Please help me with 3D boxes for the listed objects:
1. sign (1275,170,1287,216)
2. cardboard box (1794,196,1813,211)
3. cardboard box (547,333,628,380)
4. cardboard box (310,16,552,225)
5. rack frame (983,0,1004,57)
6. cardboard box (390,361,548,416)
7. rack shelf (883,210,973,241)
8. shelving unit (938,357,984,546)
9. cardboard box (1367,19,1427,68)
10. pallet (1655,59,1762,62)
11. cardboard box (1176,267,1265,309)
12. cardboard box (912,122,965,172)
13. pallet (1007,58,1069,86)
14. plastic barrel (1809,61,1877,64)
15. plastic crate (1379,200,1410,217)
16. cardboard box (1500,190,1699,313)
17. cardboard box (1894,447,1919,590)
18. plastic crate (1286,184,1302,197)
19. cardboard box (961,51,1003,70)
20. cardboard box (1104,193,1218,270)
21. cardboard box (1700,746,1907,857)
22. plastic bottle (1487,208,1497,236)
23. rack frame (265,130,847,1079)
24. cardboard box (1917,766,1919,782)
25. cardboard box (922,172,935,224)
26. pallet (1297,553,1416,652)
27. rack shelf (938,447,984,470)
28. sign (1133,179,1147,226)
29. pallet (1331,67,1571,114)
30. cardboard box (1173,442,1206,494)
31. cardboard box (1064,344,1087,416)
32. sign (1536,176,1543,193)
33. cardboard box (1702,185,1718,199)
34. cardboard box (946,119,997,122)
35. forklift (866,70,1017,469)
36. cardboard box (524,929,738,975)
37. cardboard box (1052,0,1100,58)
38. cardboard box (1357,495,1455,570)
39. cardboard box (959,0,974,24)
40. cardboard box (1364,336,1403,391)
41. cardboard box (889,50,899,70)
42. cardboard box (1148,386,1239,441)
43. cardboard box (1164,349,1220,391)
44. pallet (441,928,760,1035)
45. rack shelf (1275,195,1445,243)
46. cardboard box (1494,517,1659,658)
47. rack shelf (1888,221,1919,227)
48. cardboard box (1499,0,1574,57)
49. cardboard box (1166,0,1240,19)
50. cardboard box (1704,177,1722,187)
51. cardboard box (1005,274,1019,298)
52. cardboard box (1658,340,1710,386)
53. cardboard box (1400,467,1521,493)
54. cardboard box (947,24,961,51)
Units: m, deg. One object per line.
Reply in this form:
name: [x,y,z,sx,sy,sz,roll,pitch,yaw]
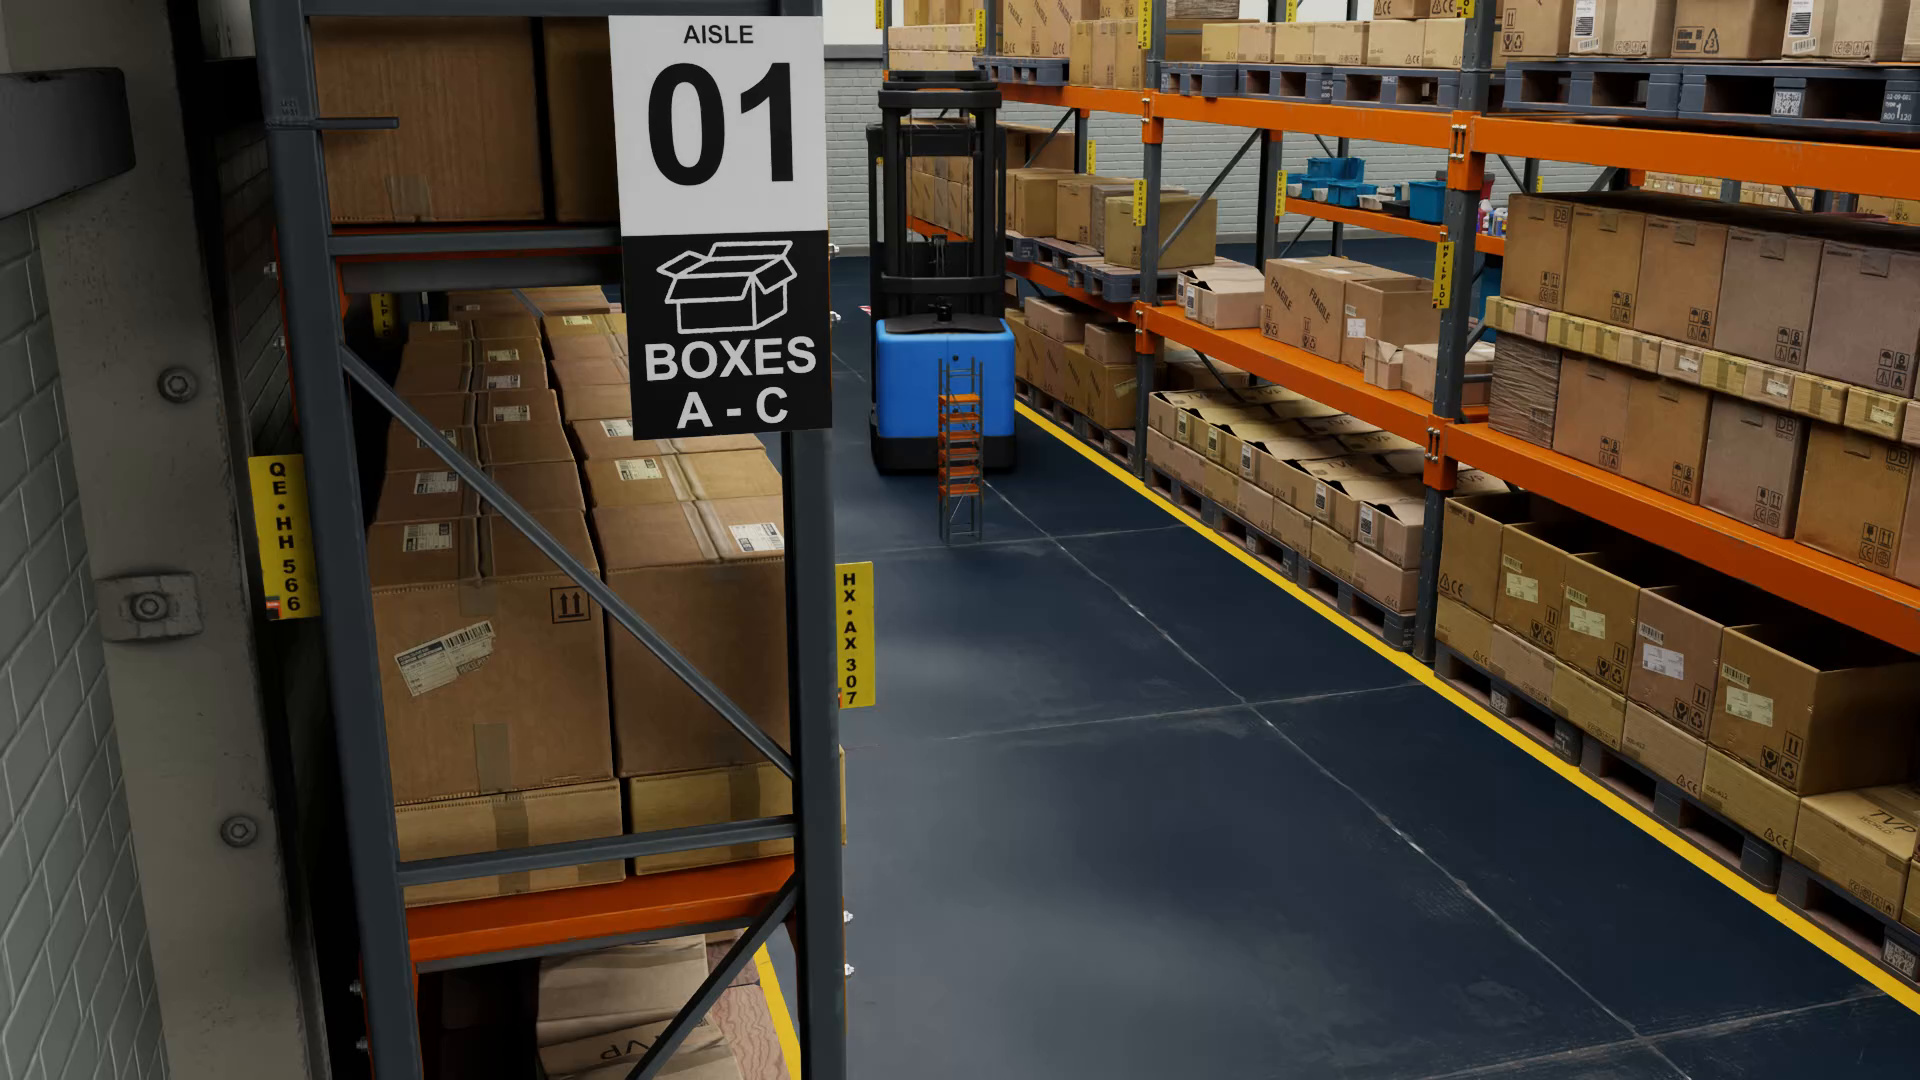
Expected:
sign: [2.342,-2.542,12.187,0.100,0.325,0.005,-5,17,-15]
cardboard box: [9.766,-3.840,18.960,0.380,0.149,0.250,-4,17,-14]
cardboard box: [-1.283,-0.496,6.312,0.500,0.500,0.500,-5,17,-16]
cardboard box: [-1.112,-0.926,3.399,0.500,0.500,0.500,-3,17,-11]
rack frame: [0.710,-5.922,15.024,1.000,3.000,0.127,-5,17,-15]
cardboard box: [-1.655,-0.312,5.699,0.500,0.500,0.500,-4,17,-14]
rack shelf: [0.161,-3.257,17.833,1.077,0.370,4.000,-5,17,-15]
shelving unit: [0.004,-0.571,10.766,0.258,1.200,0.189,-5,17,-15]
cardboard box: [2.595,-2.725,9.125,0.500,0.250,0.500,-6,18,-21]
pallet: [6.457,-3.898,13.830,1.003,0.211,1.213,-5,17,-15]
cardboard box: [1.868,-1.796,11.870,0.500,0.311,0.500,-4,17,-12]
cardboard box: [-0.237,-4.256,17.993,0.500,0.500,0.500,-4,17,-14]
pallet: [1.110,-3.923,13.910,1.213,0.211,1.003,-5,17,-15]
plastic barrel: [6.590,-3.765,12.187,0.600,0.901,0.600,0,17,0]
plastic crate: [4.908,-3.625,18.179,0.437,0.125,0.590,-5,17,-15]
cardboard box: [3.037,-1.383,7.913,0.700,0.500,0.500,-5,17,-15]
cardboard box: [3.743,-0.052,5.738,0.700,0.500,0.500,-4,17,-14]
plastic crate: [4.135,-4.259,20.269,0.250,0.136,0.298,-5,17,-15]
cardboard box: [0.321,-4.527,15.855,0.500,0.250,0.500,-5,17,-15]
cardboard box: [1.528,-2.357,12.680,0.700,0.500,0.500,-12,20,-34]
cardboard box: [3.289,0.986,6.506,0.500,0.250,0.500,-5,17,-15]
plastic bottle: [5.277,-3.148,16.442,0.097,0.271,0.097,0,17,0]
rack frame: [-0.754,0.663,3.530,1.000,3.000,0.127,-5,17,-15]
cardboard box: [3.935,0.723,6.077,0.500,0.500,0.500,-5,17,-15]
cardboard box: [-0.103,-3.640,17.681,0.500,0.500,0.500,-4,17,-15]
pallet: [2.669,0.299,9.590,1.003,0.211,1.213,-5,17,-15]
rack shelf: [0.004,-0.528,10.779,0.258,0.103,0.180,-5,17,-15]
sign: [1.290,-2.413,11.897,0.100,0.325,0.005,-5,17,-15]
pallet: [2.654,-2.424,8.925,0.805,0.209,1.217,-5,18,-17]
cardboard box: [1.810,-0.519,11.517,0.500,0.250,0.500,-5,17,-17]
cardboard box: [1.185,-1.339,13.776,0.500,0.500,0.500,-5,18,-17]
sign: [6.003,-3.615,17.291,0.100,0.325,0.005,-5,17,-15]
cardboard box: [9.341,-4.267,20.381,0.380,0.149,0.250,-5,17,-17]
cardboard box: [0.137,-4.441,18.610,0.500,0.500,0.500,-4,17,-14]
forklift: [-0.198,-2.310,13.547,1.130,2.935,3.031,-1,17,-4]
cardboard box: [-1.168,1.087,5.701,0.700,0.500,0.500,-6,18,-19]
cardboard box: [1.147,-4.268,13.656,0.600,0.600,0.600,-5,18,-17]
cardboard box: [2.522,-0.078,9.073,0.500,0.311,0.500,-5,17,-15]
cardboard box: [0.396,-5.431,16.692,0.700,0.500,0.500,-5,17,-15]
cardboard box: [2.491,-1.000,9.301,0.396,0.266,0.258,-5,17,-17]
cardboard box: [-0.492,-5.358,18.621,0.500,0.250,0.500,-5,17,-15]
cardboard box: [1.671,-0.927,11.899,0.500,0.311,0.500,-4,17,-13]
cardboard box: [1.810,-1.249,13.475,0.500,0.500,0.500,-5,18,-17]
pallet: [-1.296,1.413,5.880,1.003,0.211,1.213,-5,17,-15]
rack shelf: [4.924,-3.648,19.133,1.077,0.370,4.000,-5,17,-15]
cardboard box: [2.880,0.211,7.780,0.500,0.500,0.500,-5,17,-15]
rack shelf: [10.786,-2.933,16.753,1.077,0.370,4.000,-5,17,-15]
cardboard box: [2.794,-2.428,7.461,0.500,0.500,0.500,-3,17,-11]
cardboard box: [1.696,-4.027,12.018,0.500,0.500,0.500,-5,17,-15]
cardboard box: [9.442,-4.427,20.221,0.500,0.250,0.500,-5,17,-16]
cardboard box: [0.189,-2.583,17.912,0.797,0.503,0.637,-5,17,-15]
cardboard box: [3.155,-0.749,6.929,0.380,0.149,0.250,-5,17,-17]
cardboard box: [2.902,-0.262,9.684,0.500,0.311,0.500,-5,17,-16]
cardboard box: [0.181,-4.905,16.243,0.500,0.250,0.500,-5,17,-15]
